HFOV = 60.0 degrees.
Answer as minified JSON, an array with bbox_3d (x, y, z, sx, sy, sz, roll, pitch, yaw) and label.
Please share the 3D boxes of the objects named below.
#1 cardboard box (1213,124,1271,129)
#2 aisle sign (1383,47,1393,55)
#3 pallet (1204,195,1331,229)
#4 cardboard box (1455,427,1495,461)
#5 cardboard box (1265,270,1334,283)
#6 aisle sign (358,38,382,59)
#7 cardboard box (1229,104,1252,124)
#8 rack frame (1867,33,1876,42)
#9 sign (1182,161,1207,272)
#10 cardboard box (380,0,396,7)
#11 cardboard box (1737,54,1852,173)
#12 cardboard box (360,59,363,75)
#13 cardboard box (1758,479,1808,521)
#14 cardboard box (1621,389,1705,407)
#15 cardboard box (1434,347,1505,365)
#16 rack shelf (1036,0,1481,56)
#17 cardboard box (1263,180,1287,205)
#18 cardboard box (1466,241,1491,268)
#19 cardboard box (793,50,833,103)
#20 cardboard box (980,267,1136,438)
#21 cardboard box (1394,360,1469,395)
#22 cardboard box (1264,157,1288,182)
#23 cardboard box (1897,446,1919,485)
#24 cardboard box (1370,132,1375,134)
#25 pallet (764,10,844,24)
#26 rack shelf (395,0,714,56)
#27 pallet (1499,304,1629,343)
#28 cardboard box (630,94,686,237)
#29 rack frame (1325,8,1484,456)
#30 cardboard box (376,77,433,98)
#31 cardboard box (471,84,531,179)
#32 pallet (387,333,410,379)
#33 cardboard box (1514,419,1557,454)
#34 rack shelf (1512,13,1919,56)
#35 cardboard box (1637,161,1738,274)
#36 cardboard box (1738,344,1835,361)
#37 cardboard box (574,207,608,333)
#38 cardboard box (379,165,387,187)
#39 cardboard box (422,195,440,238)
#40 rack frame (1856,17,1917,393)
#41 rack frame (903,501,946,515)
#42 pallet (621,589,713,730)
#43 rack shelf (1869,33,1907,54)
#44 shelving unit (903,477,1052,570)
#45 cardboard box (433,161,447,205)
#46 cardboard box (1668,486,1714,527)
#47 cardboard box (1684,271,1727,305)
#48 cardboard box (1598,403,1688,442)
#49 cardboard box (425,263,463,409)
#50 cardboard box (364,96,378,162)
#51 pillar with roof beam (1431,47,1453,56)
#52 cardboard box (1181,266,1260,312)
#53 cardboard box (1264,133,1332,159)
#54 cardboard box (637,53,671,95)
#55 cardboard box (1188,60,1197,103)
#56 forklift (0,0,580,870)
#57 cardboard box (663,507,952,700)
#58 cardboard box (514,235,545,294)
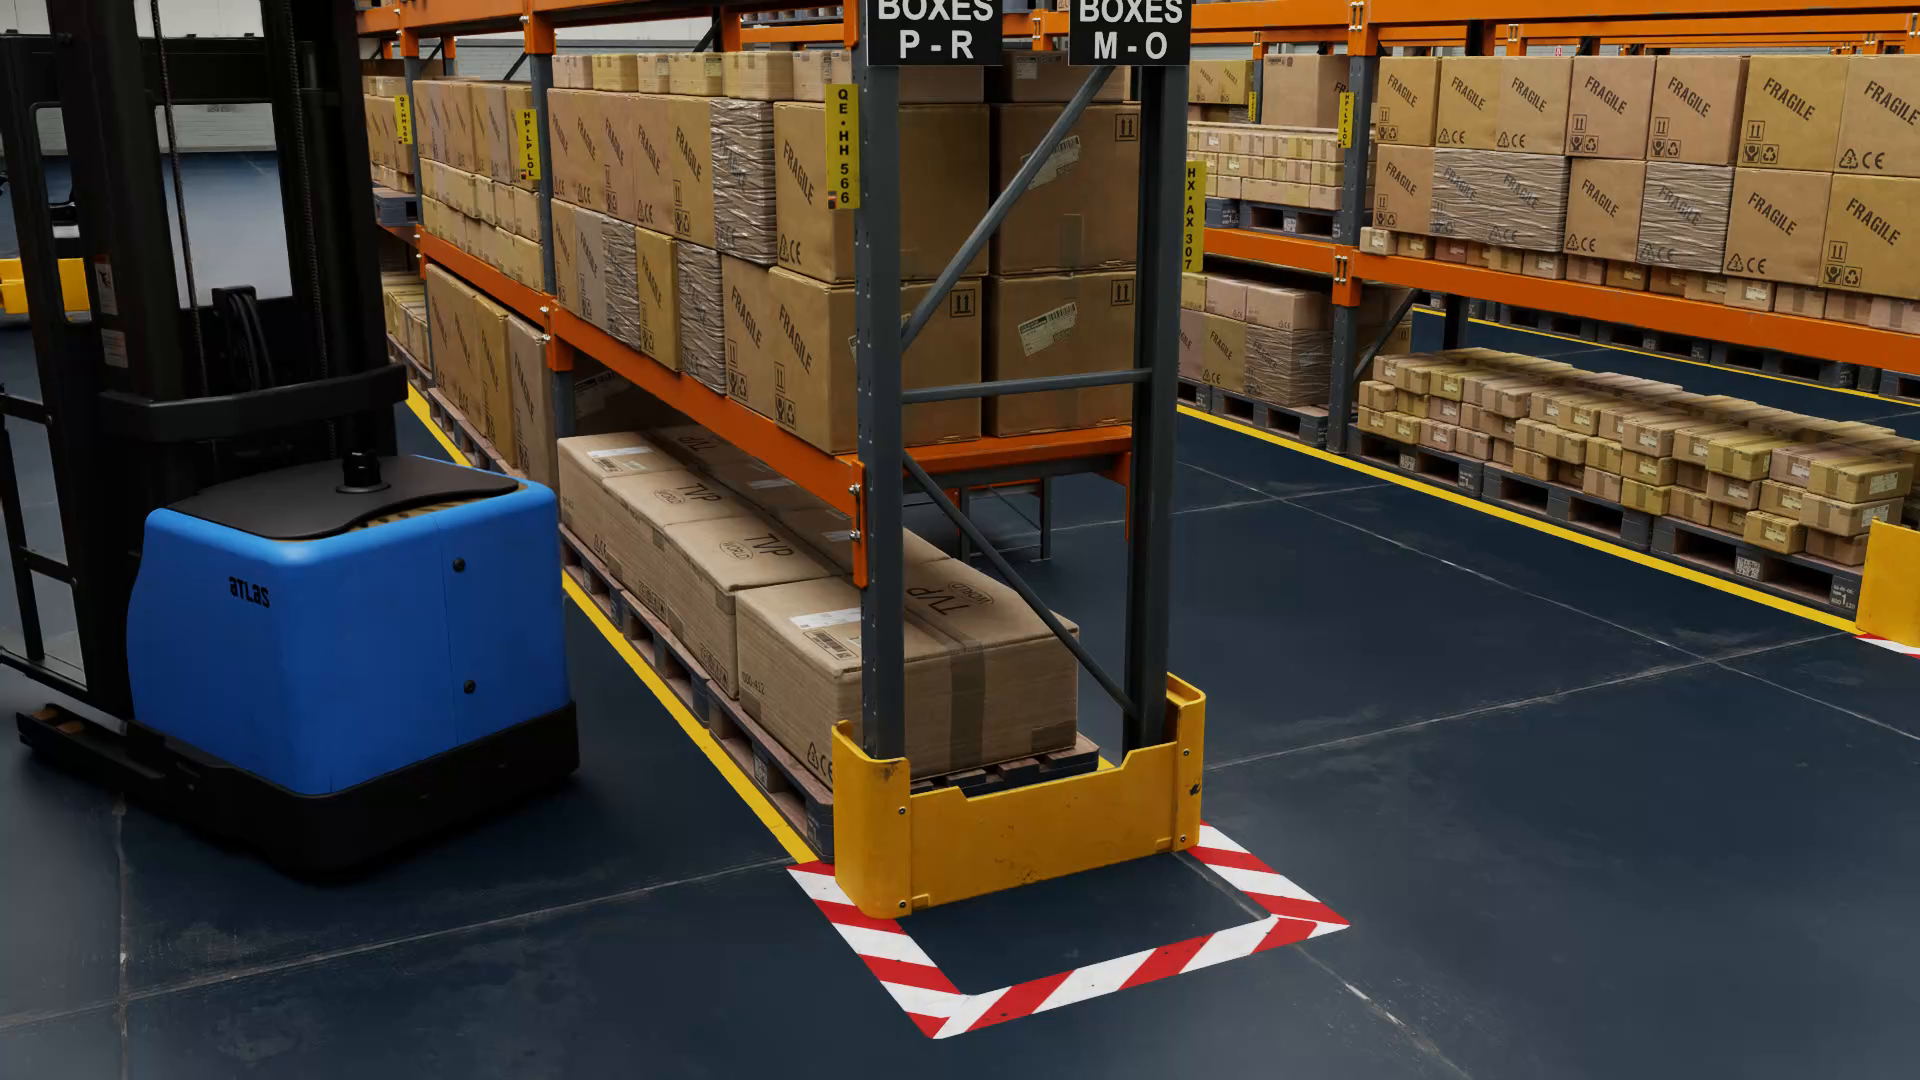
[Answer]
[{"bbox_3d":[2.155,-3.096,12.716,0.380,0.149,0.250,-8,18,-25],"label":"cardboard box"},{"bbox_3d":[6.240,-7.437,24.516,0.394,0.787,0.004,-8,18,-25],"label":"aisle sign"},{"bbox_3d":[1.988,-2.471,12.270,1.003,0.211,1.213,-8,18,-25],"label":"pallet"},{"bbox_3d":[3.136,-0.581,9.744,0.380,0.149,0.250,-8,18,-26],"label":"cardboard box"},{"bbox_3d":[2.515,-1.765,11.872,0.500,0.250,0.500,-7,17,-23],"label":"cardboard box"},{"bbox_3d":[-6.592,-5.709,18.494,0.394,0.787,0.004,-8,18,-25],"label":"aisle sign"},{"bbox_3d":[3.693,-4.925,19.754,0.875,0.500,0.500,-8,18,-25],"label":"cardboard box"},{"bbox_3d":[10.040,-4.221,18.023,1.000,3.000,0.127,-8,18,-25],"label":"rack frame"},{"bbox_3d":[0.685,-0.962,4.950,0.100,0.325,0.005,-8,18,-25],"label":"sign"},{"bbox_3d":[-4.015,-4.292,12.642,0.797,0.503,0.637,-8,18,-25],"label":"cardboard box"},{"bbox_3d":[3.943,-1.946,7.560,0.500,0.500,0.500,-8,18,-27],"label":"cardboard box"},{"bbox_3d":[-5.781,-4.600,16.807,0.700,0.500,0.500,-8,18,-25],"label":"cardboard box"},{"bbox_3d":[4.035,-0.207,7.903,0.380,0.149,0.250,-8,18,-26],"label":"cardboard box"},{"bbox_3d":[3.875,-0.728,9.179,0.380,0.149,0.250,-8,18,-25],"label":"cardboard box"},{"bbox_3d":[3.227,-1.118,10.536,0.380,0.149,0.250,-7,17,-23],"label":"cardboard box"},{"bbox_3d":[1.961,-3.649,11.894,1.077,0.370,4.000,-8,18,-25],"label":"rack shelf"},{"bbox_3d":[2.263,-2.339,11.157,0.380,0.149,0.250,-8,18,-25],"label":"cardboard box"},{"bbox_3d":[3.124,-1.643,9.495,0.380,0.149,0.250,-9,18,-27],"label":"cardboard box"},{"bbox_3d":[-0.286,-1.407,5.046,0.380,0.149,0.250,-7,18,-24],"label":"cardboard box"},{"bbox_3d":[0.231,-0.644,5.374,0.500,0.500,0.500,-8,18,-25],"label":"cardboard box"},{"bbox_3d":[2.869,-0.988,10.086,0.380,0.149,0.250,-7,17,-22],"label":"cardboard box"},{"bbox_3d":[2.262,-2.483,11.119,0.380,0.149,0.250,-7,17,-22],"label":"cardboard box"},{"bbox_3d":[4.665,-0.353,7.873,0.380,0.149,0.250,-9,18,-27],"label":"cardboard box"},{"bbox_3d":[2.840,-2.709,11.370,0.380,0.149,0.250,-7,18,-24],"label":"cardboard box"},{"bbox_3d":[-1.548,-5.946,18.755,1.003,0.211,1.213,-8,18,-25],"label":"pallet"},{"bbox_3d":[-2.445,-3.026,9.722,1.077,0.370,4.000,-8,18,-25],"label":"rack shelf"},{"bbox_3d":[5.865,-2.078,15.609,1.003,0.211,1.213,-8,18,-25],"label":"pallet"},{"bbox_3d":[-0.929,-1.435,6.320,0.500,0.500,0.500,-8,18,-25],"label":"cardboard box"},{"bbox_3d":[2.837,-2.057,10.480,1.000,3.000,0.127,-8,18,-25],"label":"rack frame"},{"bbox_3d":[-4.291,-3.502,12.857,0.380,0.149,0.250,-9,18,-28],"label":"cardboard box"},{"bbox_3d":[-2.428,-2.298,9.327,0.500,0.500,0.500,-7,17,-23],"label":"cardboard box"},{"bbox_3d":[-4.193,-1.581,13.878,1.003,0.211,1.213,-8,18,-25],"label":"pallet"},{"bbox_3d":[3.307,-0.586,9.223,0.380,0.149,0.250,-8,18,-25],"label":"cardboard box"},{"bbox_3d":[6.464,-4.223,13.895,1.077,0.370,4.000,-8,18,-25],"label":"rack shelf"},{"bbox_3d":[3.709,-1.589,8.130,0.500,0.500,0.500,-8,18,-25],"label":"cardboard box"},{"bbox_3d":[7.041,-1.968,13.261,1.225,0.875,0.875,-8,18,-25],"label":"cardboard box"},{"bbox_3d":[-1.382,-1.208,7.342,0.500,0.500,0.500,-8,18,-25],"label":"cardboard box"},{"bbox_3d":[-4.246,-2.804,12.778,0.380,0.149,0.250,-7,18,-24],"label":"cardboard box"},{"bbox_3d":[-3.333,-2.202,11.256,0.500,0.250,0.500,-8,18,-26],"label":"cardboard box"},{"bbox_3d":[7.340,-2.631,12.481,1.000,3.000,0.127,-8,18,-25],"label":"rack frame"},{"bbox_3d":[-0.220,-0.665,9.029,0.500,1.125,0.032,-8,18,-25],"label":"rack frame"},{"bbox_3d":[-0.768,0.408,6.947,1.003,0.211,1.213,-8,18,-25],"label":"pallet"},{"bbox_3d":[10.916,-4.822,15.981,1.077,0.370,4.000,-8,18,-25],"label":"rack shelf"},{"bbox_3d":[0.003,-0.539,8.590,0.538,1.125,1.048,-8,18,-25],"label":"shelving unit"},{"bbox_3d":[-3.096,-2.310,10.727,0.500,0.250,0.500,-7,18,-24],"label":"cardboard box"},{"bbox_3d":[3.809,-0.189,8.378,0.380,0.149,0.250,-7,18,-24],"label":"cardboard box"},{"bbox_3d":[3.772,-1.247,8.113,0.380,0.149,0.250,-9,18,-27],"label":"cardboard box"},{"bbox_3d":[3.603,-0.612,8.773,0.380,0.149,0.250,-8,18,-27],"label":"cardboard box"},{"bbox_3d":[-3.093,-1.425,11.368,0.875,0.875,0.875,-8,18,-25],"label":"cardboard box"},{"bbox_3d":[-4.467,-3.285,13.277,0.500,0.500,0.500,-8,18,-27],"label":"cardboard box"},{"bbox_3d":[7.398,-12.672,36.595,9.100,9.000,0.400,-8,18,-25],"label":"pillar with roof beam"},{"bbox_3d":[1.826,-1.830,12.101,0.500,0.250,0.500,-9,18,-27],"label":"cardboard box"},{"bbox_3d":[2.256,-2.631,11.095,0.380,0.149,0.250,-8,18,-27],"label":"cardboard box"},{"bbox_3d":[-1.013,-1.784,6.361,0.380,0.149,0.250,-8,18,-25],"label":"cardboard box"},{"bbox_3d":[2.952,-5.613,20.338,0.500,0.500,0.500,-8,18,-25],"label":"cardboard box"},{"bbox_3d":[-2.797,-0.700,5.875,3.031,2.935,1.130,12,20,36],"label":"forklift"},{"bbox_3d":[-0.604,0.210,6.463,0.875,0.438,0.875,-7,17,-23],"label":"cardboard box"},{"bbox_3d":[-1.992,-1.442,8.610,0.500,0.250,0.500,-8,18,-26],"label":"cardboard box"}]
